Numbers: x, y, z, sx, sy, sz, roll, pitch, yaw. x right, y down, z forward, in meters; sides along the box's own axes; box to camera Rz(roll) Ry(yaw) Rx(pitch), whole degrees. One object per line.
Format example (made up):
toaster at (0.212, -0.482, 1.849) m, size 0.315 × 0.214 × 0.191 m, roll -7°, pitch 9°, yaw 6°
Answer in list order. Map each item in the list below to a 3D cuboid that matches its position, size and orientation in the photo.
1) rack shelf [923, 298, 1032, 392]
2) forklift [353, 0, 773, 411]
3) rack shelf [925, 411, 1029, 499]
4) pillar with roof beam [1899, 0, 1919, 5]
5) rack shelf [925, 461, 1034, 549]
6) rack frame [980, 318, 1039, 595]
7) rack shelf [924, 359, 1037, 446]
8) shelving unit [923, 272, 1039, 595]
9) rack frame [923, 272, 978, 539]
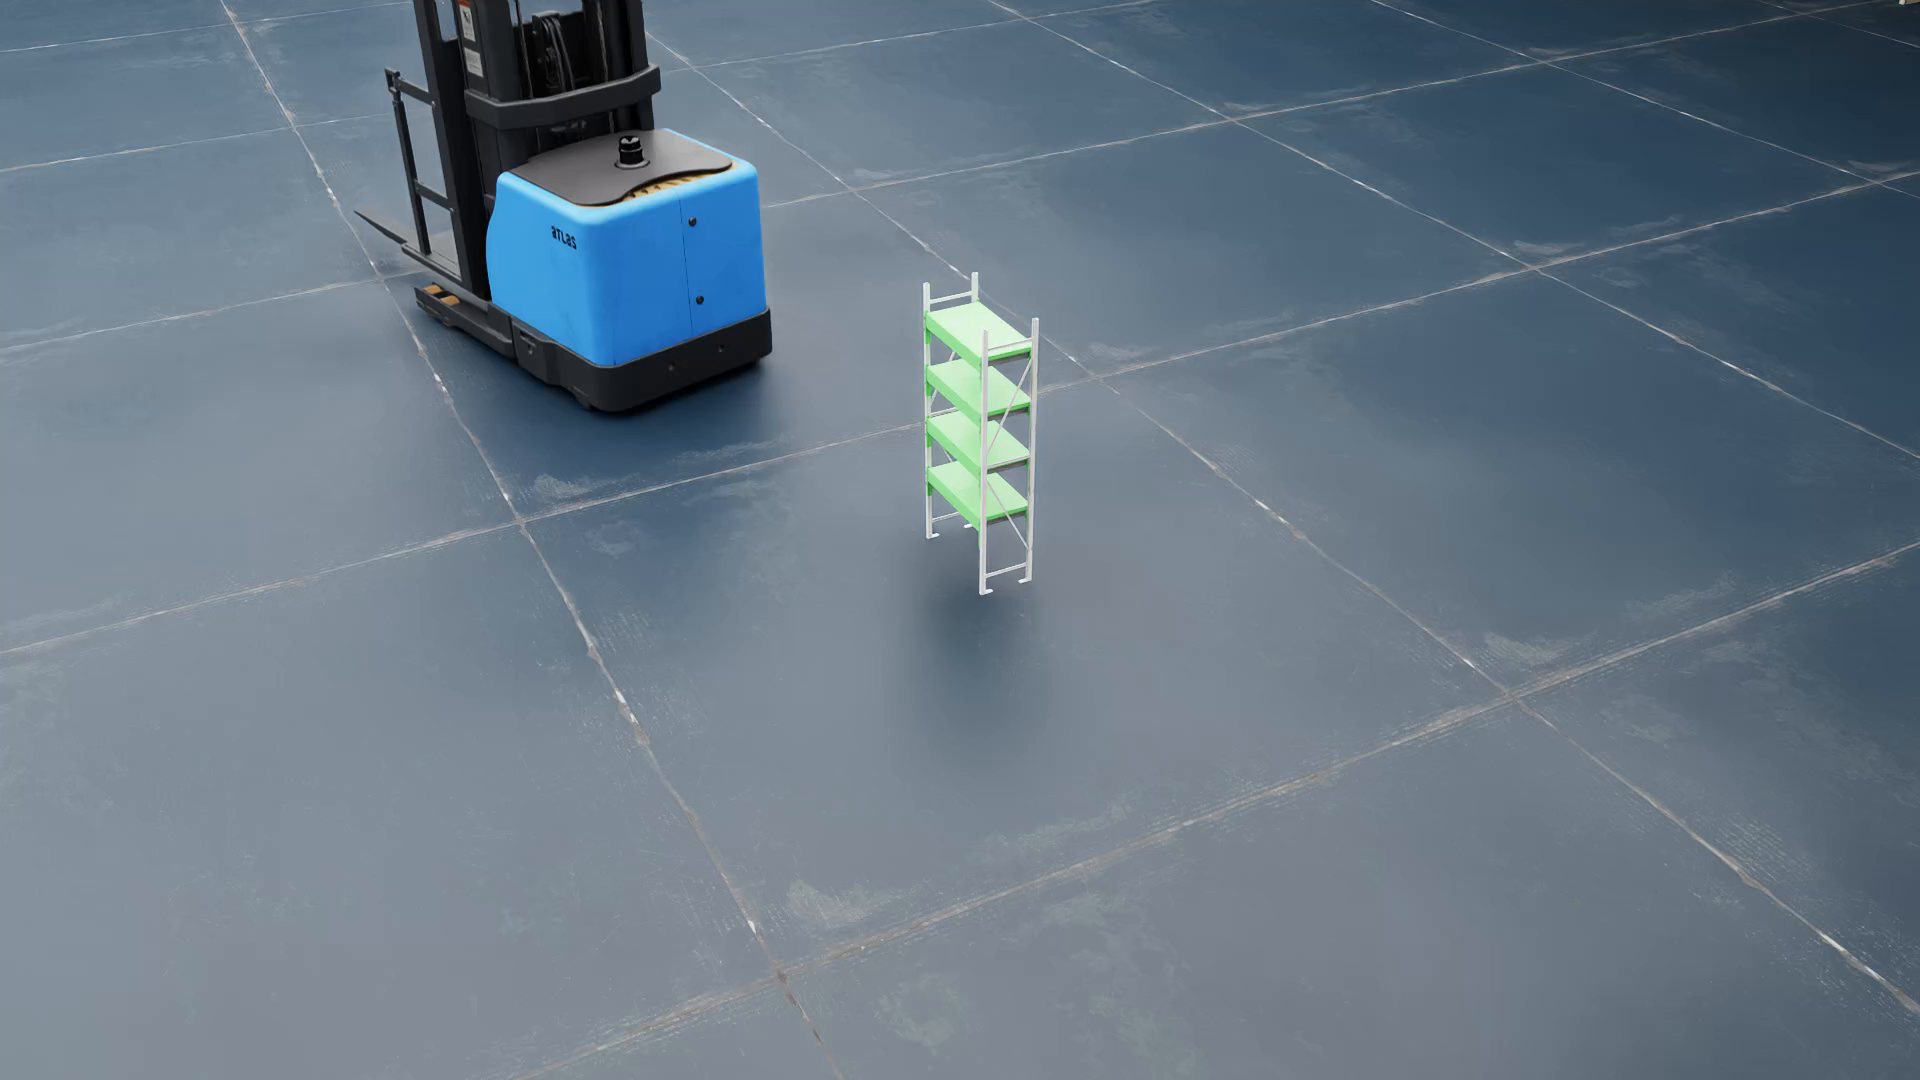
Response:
rack shelf at (0.077, -0.777, 6.579) m, size 0.258 × 0.148 × 0.480 m, roll -16°, pitch 36°, yaw -23°
forklift at (-2.351, -2.563, 8.534) m, size 1.130 × 2.935 × 3.031 m, roll -27°, pitch 41°, yaw -35°
rack shelf at (0.077, -0.372, 6.837) m, size 0.258 × 0.148 × 0.480 m, roll -16°, pitch 36°, yaw -23°
pillar with roof beam at (4.510, -7.531, 10.664) m, size 9.100 × 9.000 × 0.400 m, roll -16°, pitch 36°, yaw -23°
rack shelf at (0.077, -0.170, 6.967) m, size 0.258 × 0.148 × 0.480 m, roll -16°, pitch 36°, yaw -23°
rack frame at (0.191, -0.310, 6.621) m, size 0.240 × 1.200 × 0.015 m, roll -16°, pitch 36°, yaw -23°
rack shelf at (0.077, -0.574, 6.708) m, size 0.258 × 0.148 × 0.480 m, roll -16°, pitch 36°, yaw -23°
shelving unit at (0.077, -0.426, 6.803) m, size 0.258 × 1.200 × 0.503 m, roll -16°, pitch 36°, yaw -23°
rack frame at (-0.037, -0.543, 6.985) m, size 0.240 × 1.200 × 0.015 m, roll -16°, pitch 36°, yaw -23°
